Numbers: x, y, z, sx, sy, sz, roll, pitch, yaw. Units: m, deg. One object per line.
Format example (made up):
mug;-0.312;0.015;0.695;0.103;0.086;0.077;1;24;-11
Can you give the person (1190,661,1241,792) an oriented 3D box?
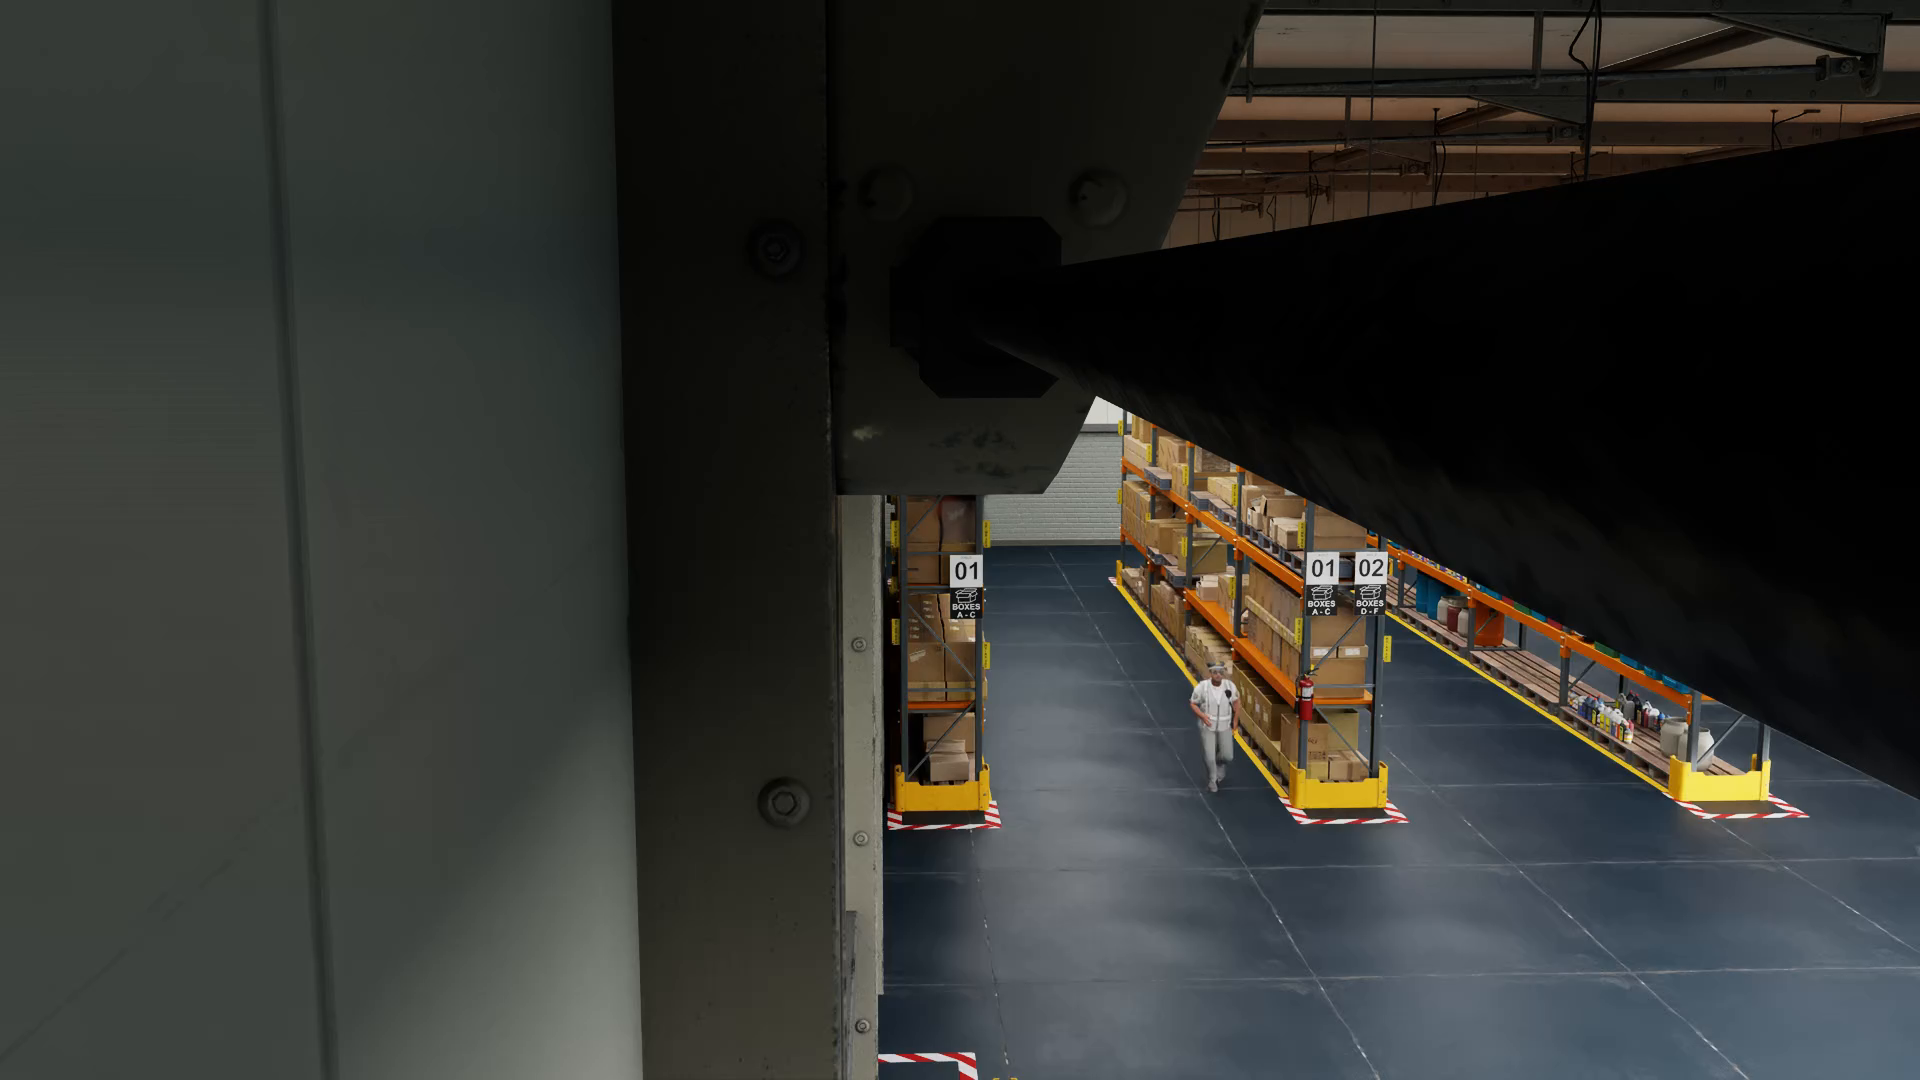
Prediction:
person;3.272;2.375;21.207;0.664;1.721;0.587;0;8;-1
